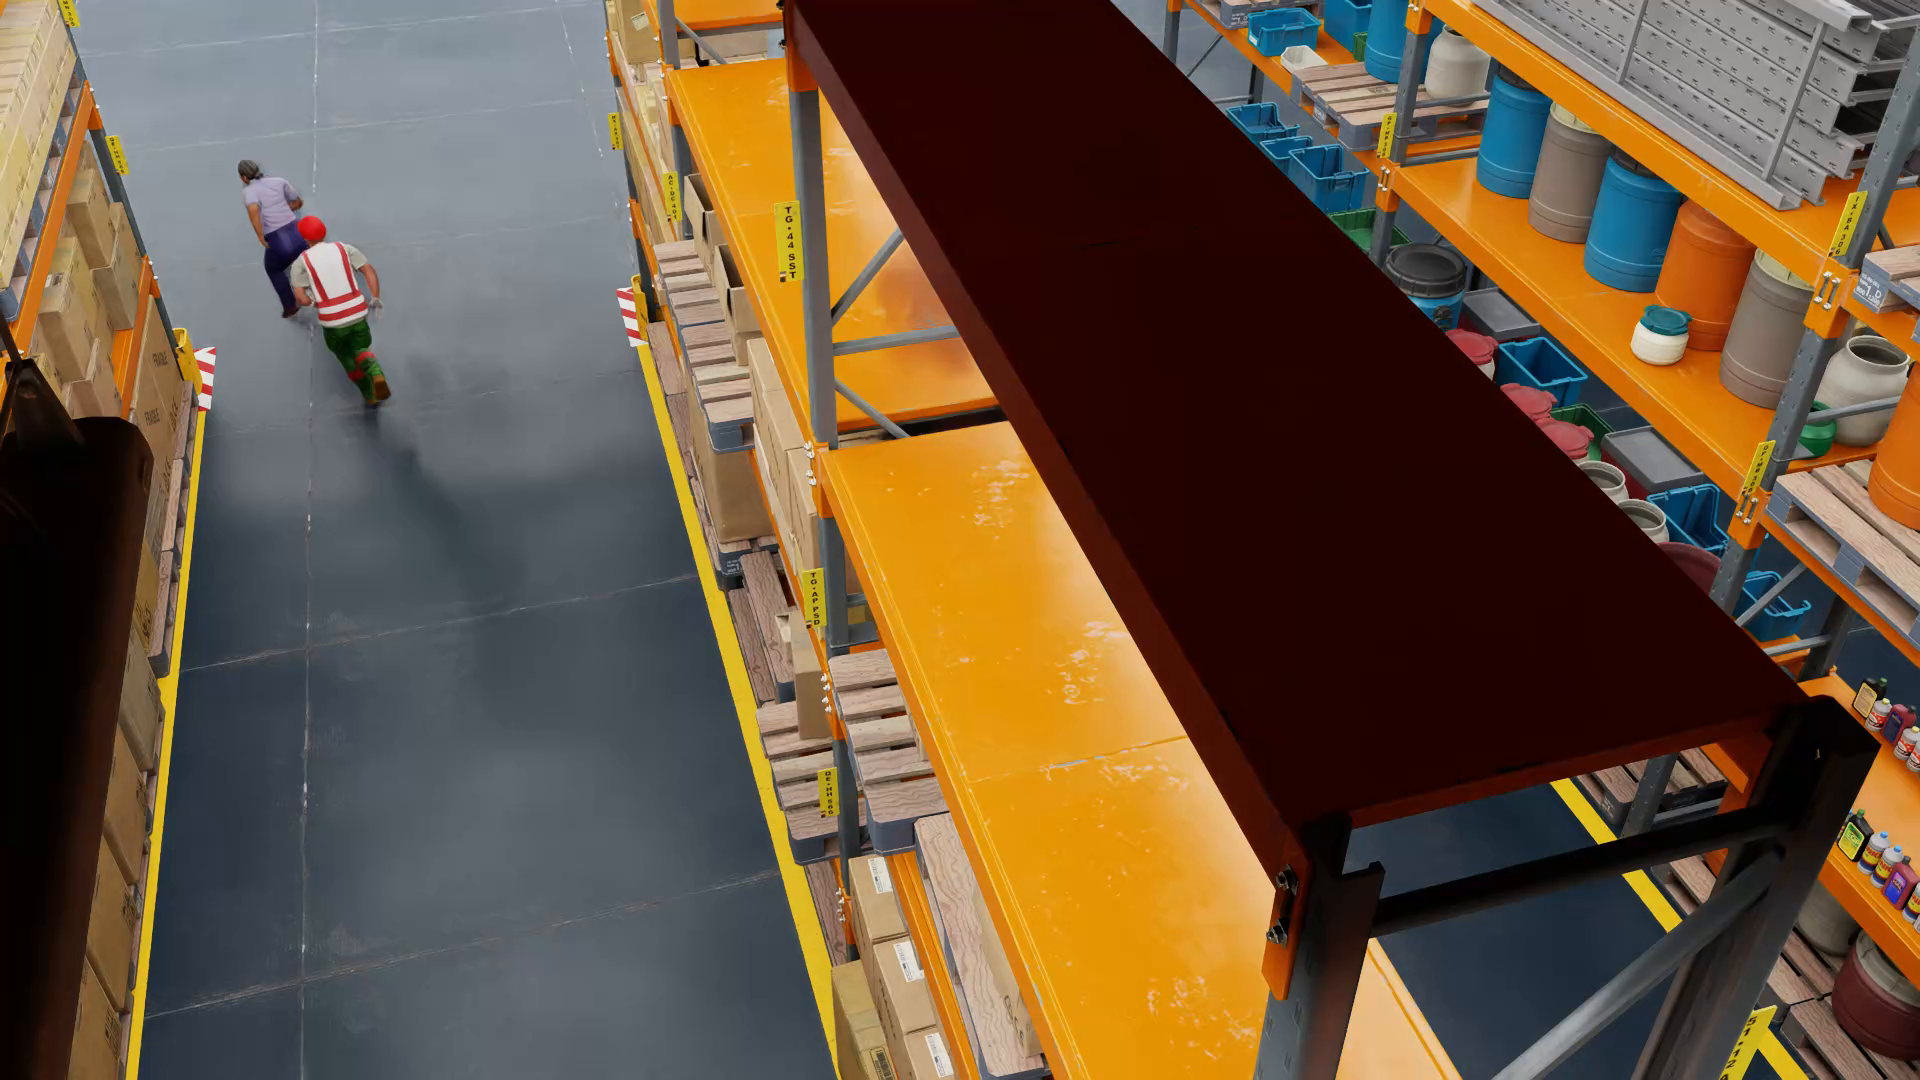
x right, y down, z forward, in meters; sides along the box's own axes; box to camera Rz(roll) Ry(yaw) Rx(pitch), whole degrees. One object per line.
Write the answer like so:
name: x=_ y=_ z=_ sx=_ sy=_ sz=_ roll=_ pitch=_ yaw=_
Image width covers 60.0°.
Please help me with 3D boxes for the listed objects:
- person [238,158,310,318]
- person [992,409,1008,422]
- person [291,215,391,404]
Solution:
person: x=-5.928 y=-2.574 z=14.868 sx=0.959 sy=1.612 sz=0.649 roll=18 pitch=42 yaw=22
person: x=0.255 y=-0.288 z=11.798 sx=0.699 sy=1.728 sz=0.687 roll=-18 pitch=42 yaw=-21
person: x=-5.083 y=-1.814 z=13.771 sx=0.655 sy=1.716 sz=0.835 roll=-30 pitch=47 yaw=-32
